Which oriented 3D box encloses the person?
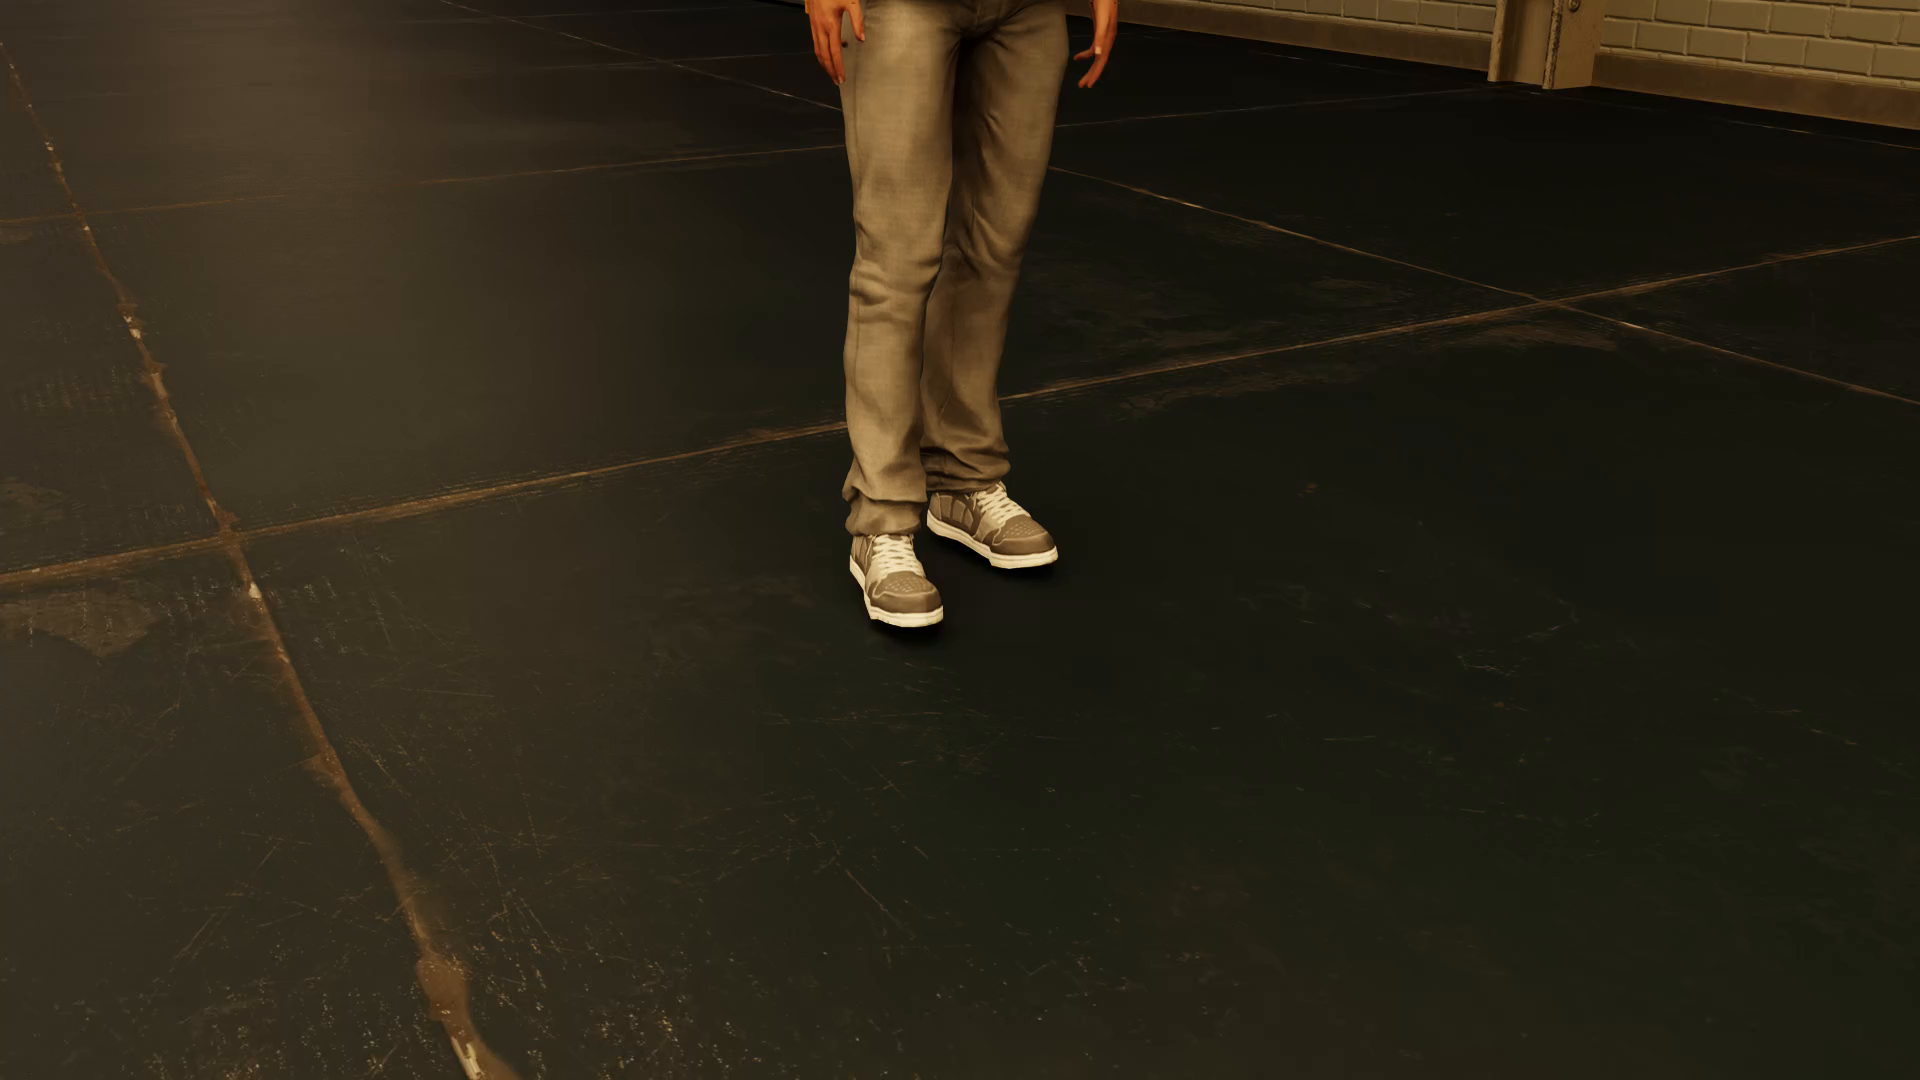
[{"bbox_3d":[0.026,-0.718,2.263,0.521,1.599,0.473,-12,25,-28],"label":"person"}]
